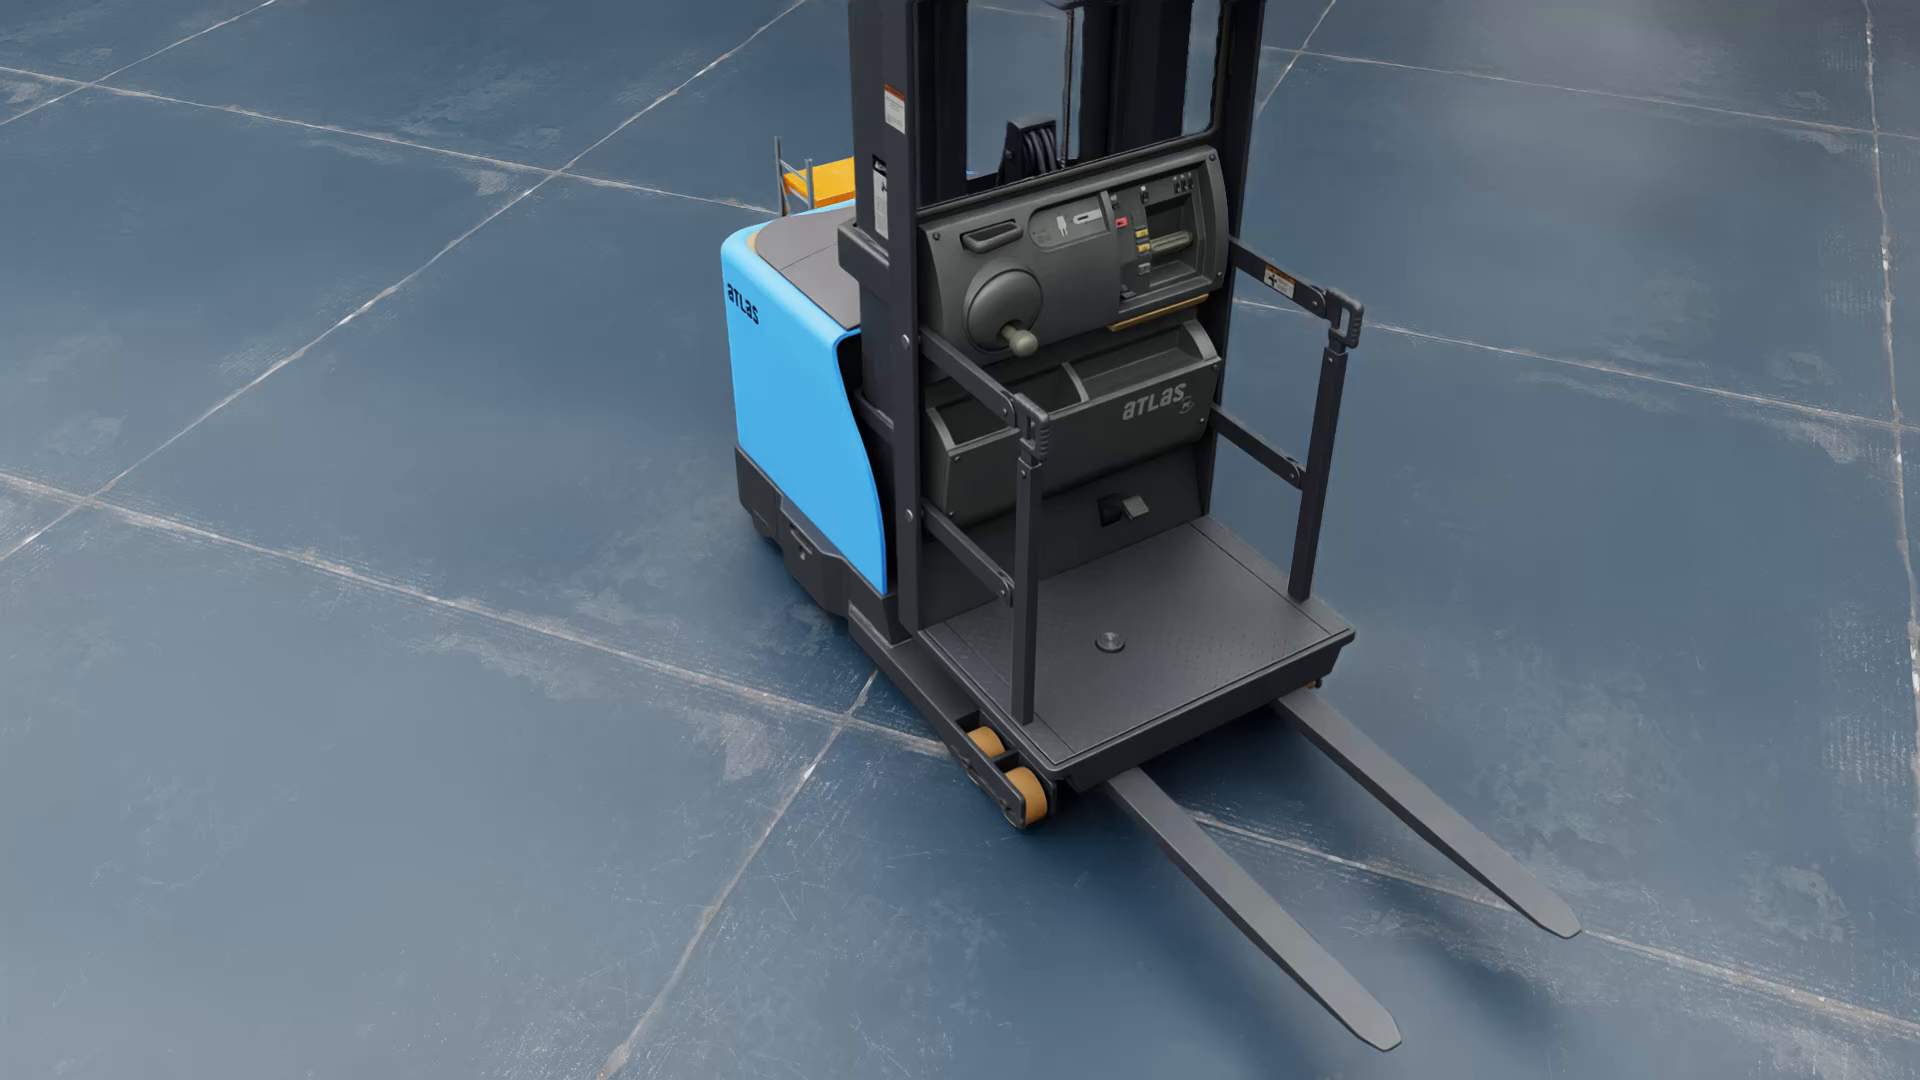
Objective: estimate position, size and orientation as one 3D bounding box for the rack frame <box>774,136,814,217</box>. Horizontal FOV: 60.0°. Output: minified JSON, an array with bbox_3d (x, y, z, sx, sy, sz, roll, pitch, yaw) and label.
[{"bbox_3d":[-0.548,-0.806,5.824,0.015,1.200,0.240,-21,41,-26],"label":"rack frame"}]

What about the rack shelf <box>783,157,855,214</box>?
[{"bbox_3d":[-0.343,-1.200,5.696,0.480,0.148,0.258,-21,41,-26],"label":"rack shelf"}]

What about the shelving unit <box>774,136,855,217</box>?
[{"bbox_3d":[-0.342,-0.884,5.929,0.503,1.200,0.258,-21,41,-26],"label":"shelving unit"}]

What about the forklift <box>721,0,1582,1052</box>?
[{"bbox_3d":[0.442,-0.694,4.231,1.130,2.935,3.031,-21,42,-26],"label":"forklift"}]
